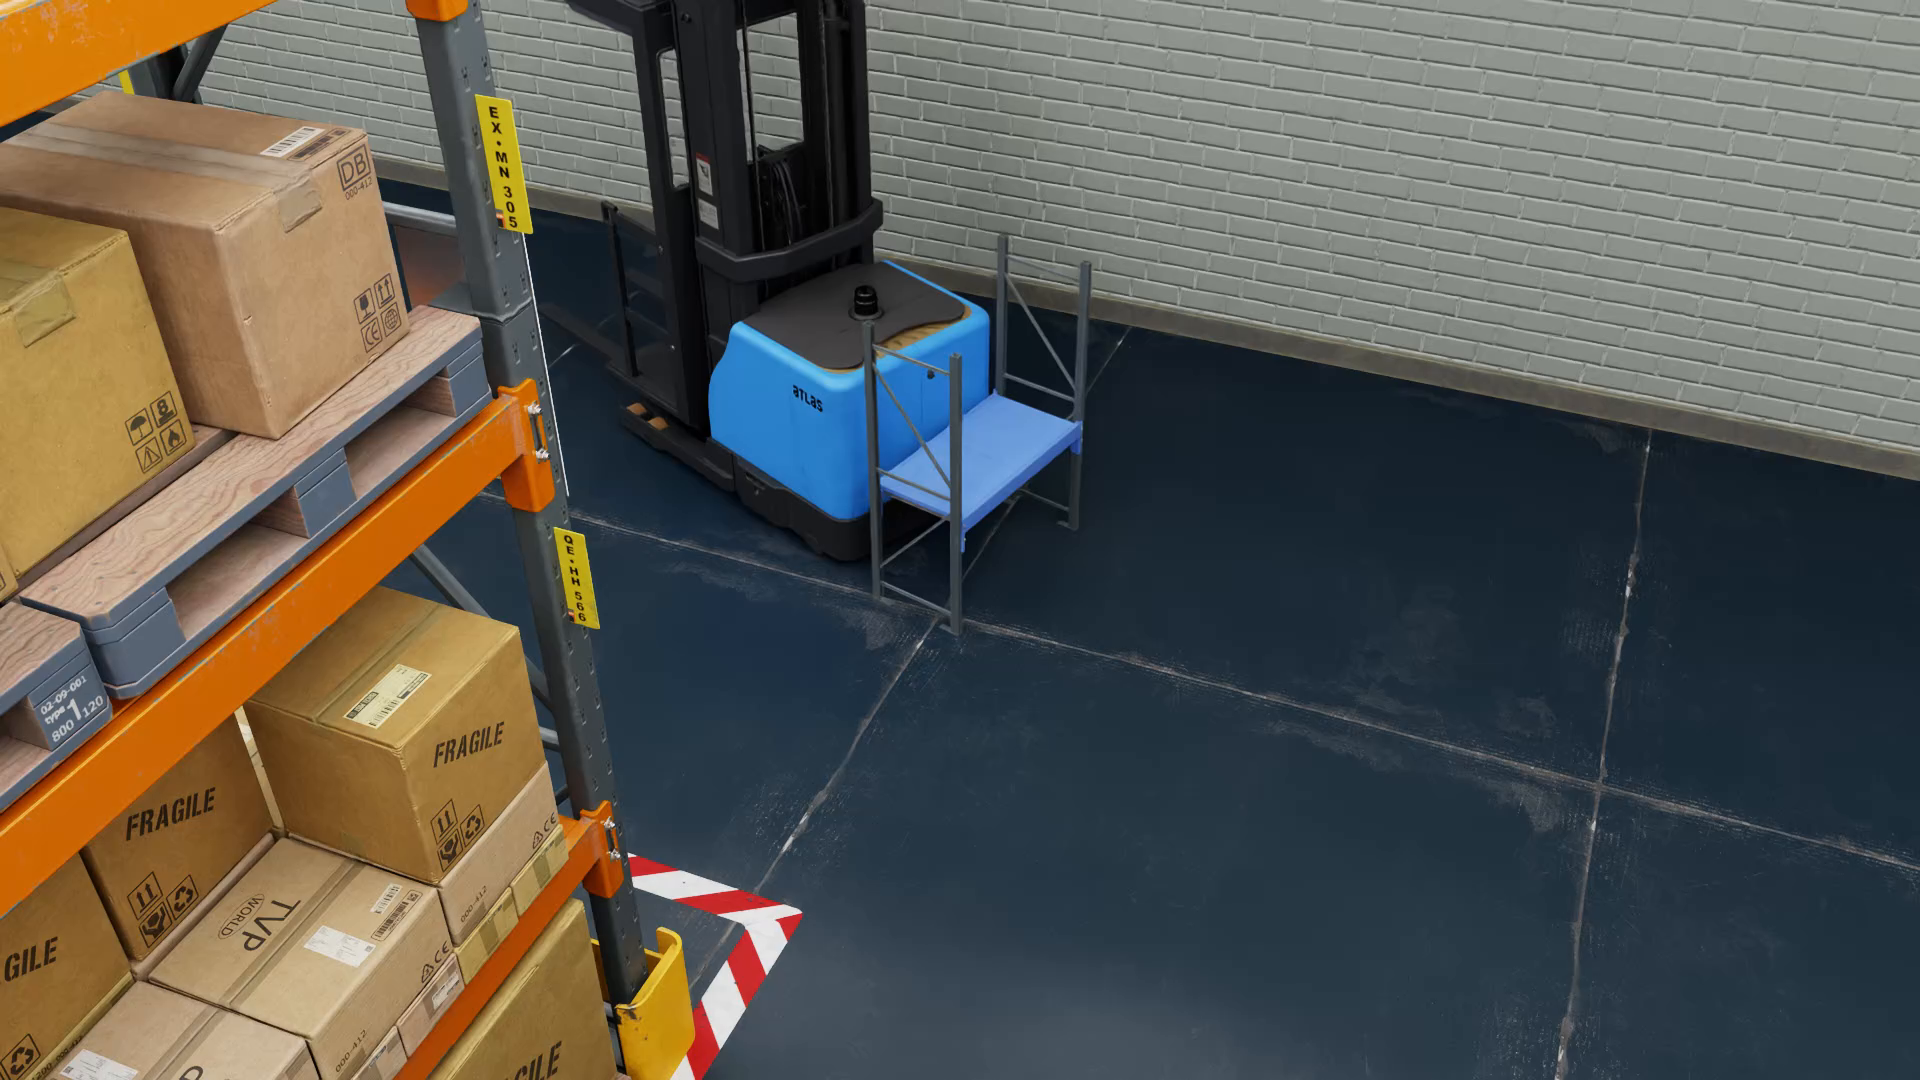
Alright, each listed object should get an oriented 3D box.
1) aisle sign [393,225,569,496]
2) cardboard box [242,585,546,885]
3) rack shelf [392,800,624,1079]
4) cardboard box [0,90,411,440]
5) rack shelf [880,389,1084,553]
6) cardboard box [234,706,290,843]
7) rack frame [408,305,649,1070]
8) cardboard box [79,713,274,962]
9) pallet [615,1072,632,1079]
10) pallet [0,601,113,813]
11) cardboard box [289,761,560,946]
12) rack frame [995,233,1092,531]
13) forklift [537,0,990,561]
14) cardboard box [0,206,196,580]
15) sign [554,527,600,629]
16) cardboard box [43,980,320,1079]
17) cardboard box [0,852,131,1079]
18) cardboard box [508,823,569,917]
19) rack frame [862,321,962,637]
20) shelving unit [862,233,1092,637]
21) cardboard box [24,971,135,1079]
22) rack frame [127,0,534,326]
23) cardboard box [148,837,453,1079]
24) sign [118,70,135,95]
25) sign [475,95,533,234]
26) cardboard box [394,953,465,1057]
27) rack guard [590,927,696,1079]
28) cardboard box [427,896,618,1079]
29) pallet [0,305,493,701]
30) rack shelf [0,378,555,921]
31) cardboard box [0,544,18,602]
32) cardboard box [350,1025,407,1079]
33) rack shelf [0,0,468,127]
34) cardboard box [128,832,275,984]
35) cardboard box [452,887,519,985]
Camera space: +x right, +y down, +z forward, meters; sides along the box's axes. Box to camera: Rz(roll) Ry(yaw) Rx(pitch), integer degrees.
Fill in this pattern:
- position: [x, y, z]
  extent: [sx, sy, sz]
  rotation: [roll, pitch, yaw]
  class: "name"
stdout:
- position: [-1.240, -0.479, 4.315]
  extent: [0.394, 0.787, 0.004]
  rotation: [14, 39, 18]
  class: "aisle sign"
- position: [-1.487, 0.504, 4.422]
  extent: [0.500, 0.500, 0.500]
  rotation: [14, 39, 18]
  class: "cardboard box"
- position: [-2.306, 1.929, 3.866]
  extent: [1.077, 0.370, 4.000]
  rotation: [14, 39, 18]
  class: "rack shelf"
- position: [-1.693, -0.616, 3.647]
  extent: [0.700, 0.500, 0.500]
  rotation: [12, 38, 15]
  class: "cardboard box"
- position: [0.092, -0.346, 7.862]
  extent: [0.538, 0.185, 1.000]
  rotation: [23, 43, 28]
  class: "rack shelf"
- position: [-1.977, 0.679, 4.814]
  extent: [0.500, 0.250, 0.500]
  rotation: [13, 39, 17]
  class: "cardboard box"
- position: [-1.545, 0.534, 5.132]
  extent: [1.000, 3.000, 0.127]
  rotation: [14, 39, 18]
  class: "rack frame"
- position: [-2.167, 0.656, 4.220]
  extent: [0.500, 0.500, 0.500]
  rotation: [13, 39, 17]
  class: "cardboard box"
- position: [-1.776, 2.111, 5.351]
  extent: [1.003, 0.211, 1.213]
  rotation: [14, 39, 18]
  class: "pallet"
- position: [-2.280, 0.459, 2.801]
  extent: [1.003, 0.211, 1.213]
  rotation: [14, 39, 18]
  class: "pallet"
- position: [-1.484, 0.804, 4.648]
  extent: [0.500, 0.250, 0.500]
  rotation: [13, 39, 17]
  class: "cardboard box"
- position: [0.387, -0.738, 8.086]
  extent: [0.500, 1.500, 0.032]
  rotation: [23, 43, 28]
  class: "rack frame"
- position: [-1.218, -1.861, 8.393]
  extent: [1.130, 2.935, 3.031]
  rotation: [-30, 46, -34]
  class: "forklift"
- position: [-2.018, -0.332, 3.267]
  extent: [0.700, 0.500, 0.500]
  rotation: [12, 39, 16]
  class: "cardboard box"
- position: [-1.048, 0.107, 4.539]
  extent: [0.100, 0.325, 0.005]
  rotation: [14, 39, 18]
  class: "sign"
- position: [-1.870, 1.366, 3.895]
  extent: [0.500, 0.250, 0.500]
  rotation: [13, 39, 16]
  class: "cardboard box"
- position: [-2.359, 0.944, 3.834]
  extent: [0.500, 0.500, 0.500]
  rotation: [13, 39, 17]
  class: "cardboard box"
- position: [-1.376, 0.907, 4.843]
  extent: [0.380, 0.149, 0.250]
  rotation: [15, 39, 19]
  class: "cardboard box"
- position: [-0.203, -0.242, 7.423]
  extent: [0.500, 1.500, 0.032]
  rotation: [23, 43, 28]
  class: "rack frame"
- position: [0.092, -0.490, 7.754]
  extent: [0.538, 1.500, 1.048]
  rotation: [23, 43, 28]
  class: "shelving unit"
- position: [-2.363, 1.246, 4.056]
  extent: [0.500, 0.250, 0.500]
  rotation: [13, 39, 16]
  class: "cardboard box"
- position: [-1.545, -1.869, 3.336]
  extent: [1.000, 3.000, 0.127]
  rotation: [14, 39, 18]
  class: "rack frame"
- position: [-1.677, 1.084, 4.272]
  extent: [0.500, 0.250, 0.500]
  rotation: [13, 39, 17]
  class: "cardboard box"
- position: [-2.056, -1.179, 4.122]
  extent: [0.100, 0.325, 0.005]
  rotation: [14, 39, 18]
  class: "sign"
- position: [-1.048, -0.859, 3.817]
  extent: [0.100, 0.325, 0.005]
  rotation: [14, 39, 18]
  class: "sign"
- position: [-1.570, 1.190, 4.463]
  extent: [0.380, 0.149, 0.250]
  rotation: [14, 39, 18]
  class: "cardboard box"
- position: [-1.535, 1.522, 5.898]
  extent: [1.175, 0.500, 0.348]
  rotation: [14, 39, 18]
  class: "rack guard"
- position: [-1.714, 1.589, 5.144]
  extent: [0.875, 0.875, 0.875]
  rotation: [14, 39, 18]
  class: "cardboard box"
- position: [-1.817, -0.219, 3.708]
  extent: [1.003, 0.211, 1.213]
  rotation: [14, 39, 18]
  class: "pallet"
- position: [-2.306, 0.728, 2.968]
  extent: [1.077, 0.370, 4.000]
  rotation: [14, 39, 18]
  class: "rack shelf"
- position: [-2.170, -0.034, 2.869]
  extent: [0.700, 0.500, 0.500]
  rotation: [11, 38, 15]
  class: "cardboard box"
- position: [-1.666, 1.328, 4.279]
  extent: [0.380, 0.149, 0.250]
  rotation: [15, 39, 19]
  class: "cardboard box"
- position: [-2.306, -0.313, 2.189]
  extent: [1.077, 0.370, 4.000]
  rotation: [14, 39, 18]
  class: "rack shelf"
- position: [-2.169, 0.968, 4.427]
  extent: [0.500, 0.250, 0.500]
  rotation: [13, 39, 17]
  class: "cardboard box"
- position: [-1.473, 1.051, 4.650]
  extent: [0.380, 0.149, 0.250]
  rotation: [14, 39, 18]
  class: "cardboard box"
